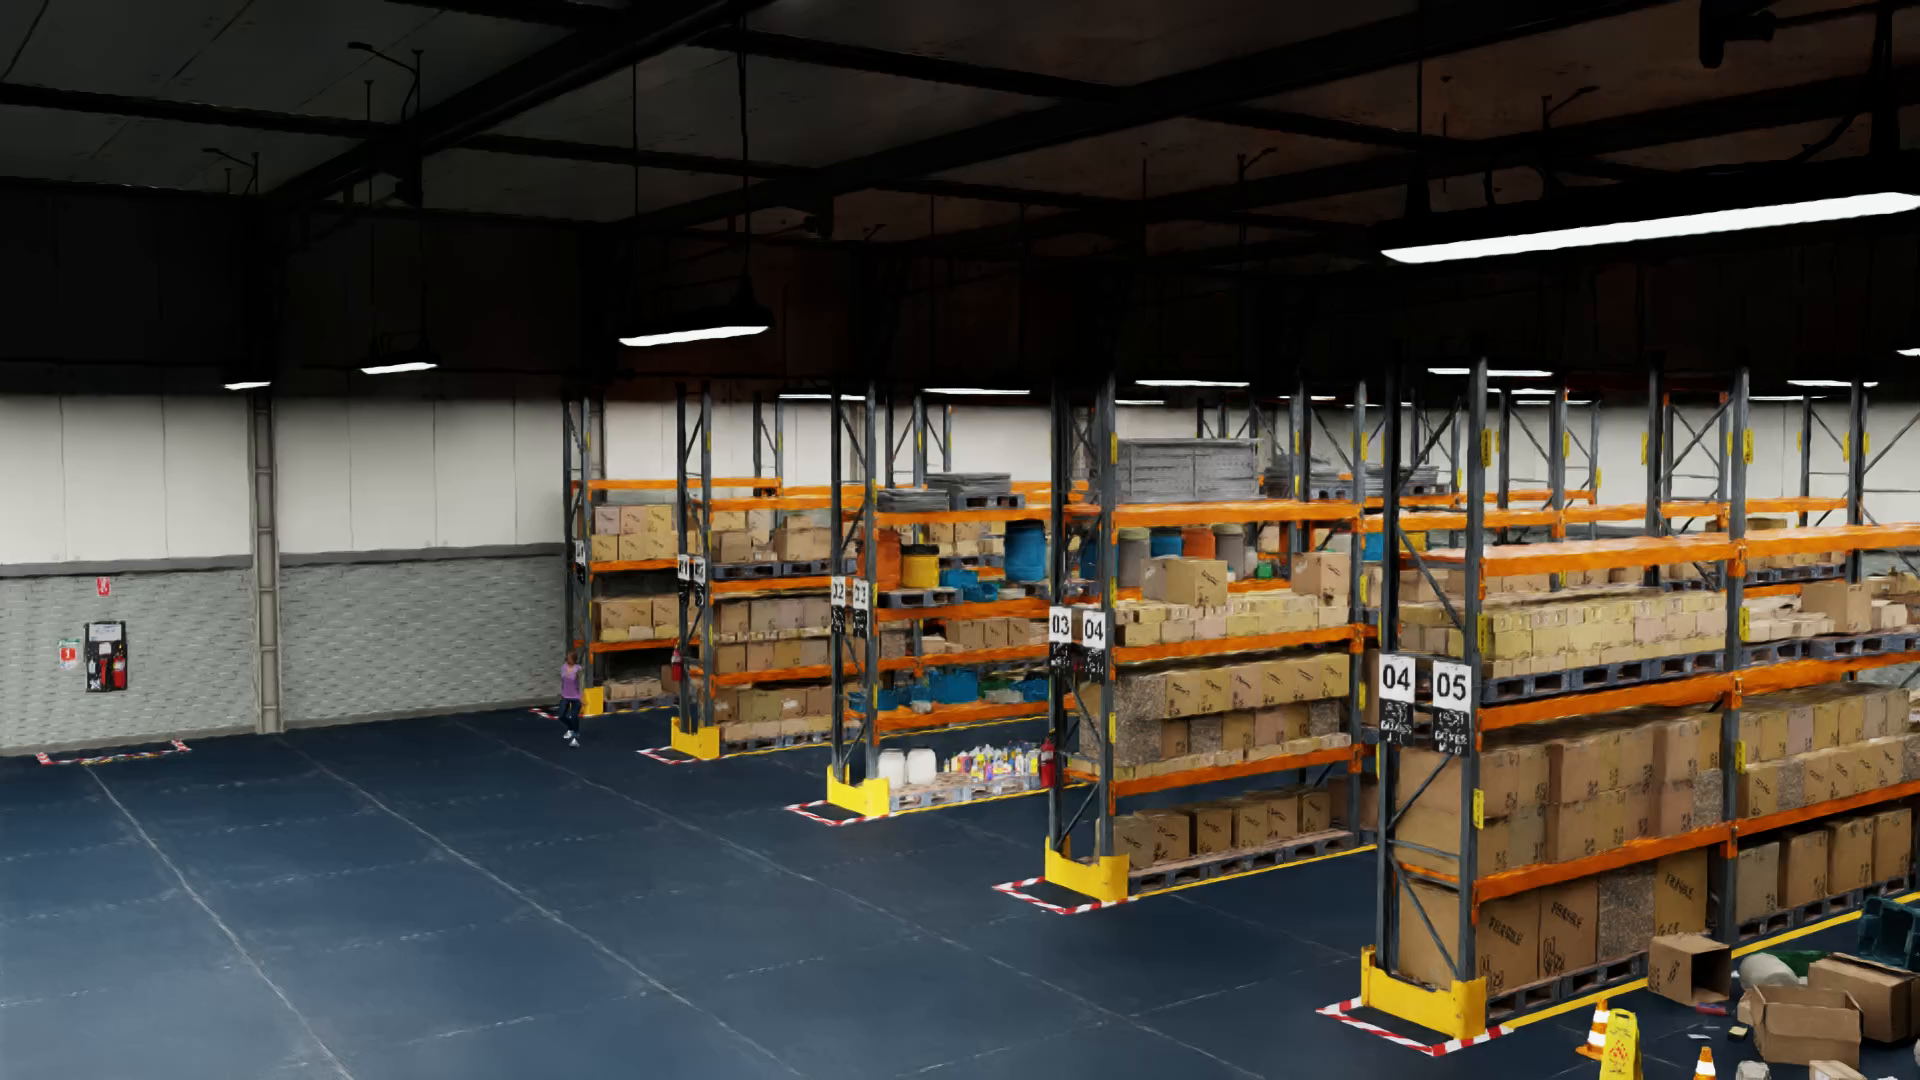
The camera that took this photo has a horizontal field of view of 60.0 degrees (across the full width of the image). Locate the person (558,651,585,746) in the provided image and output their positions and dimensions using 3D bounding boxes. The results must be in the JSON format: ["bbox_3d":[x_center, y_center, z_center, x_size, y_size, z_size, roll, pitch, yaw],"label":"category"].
[{"bbox_3d":[-6.406,2.603,27.530,0.477,1.589,0.472,1,4,17],"label":"person"}]
